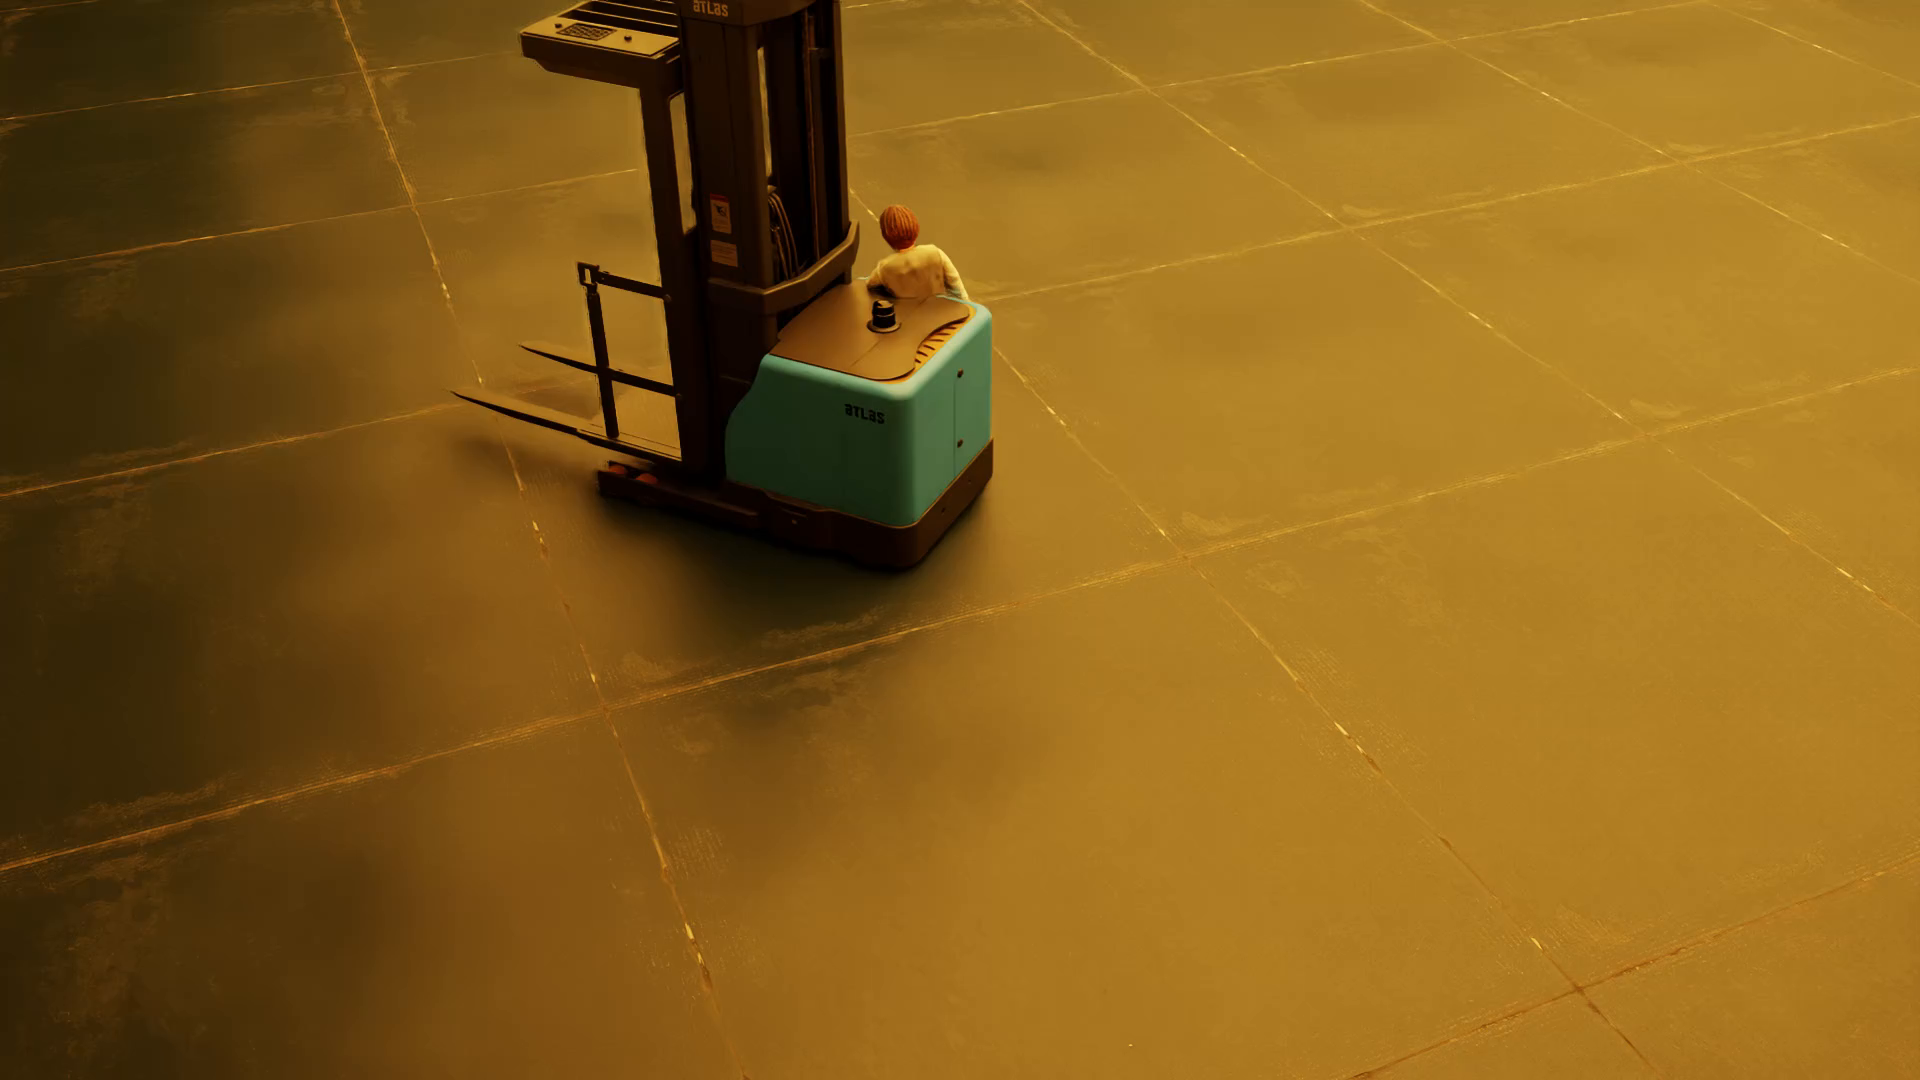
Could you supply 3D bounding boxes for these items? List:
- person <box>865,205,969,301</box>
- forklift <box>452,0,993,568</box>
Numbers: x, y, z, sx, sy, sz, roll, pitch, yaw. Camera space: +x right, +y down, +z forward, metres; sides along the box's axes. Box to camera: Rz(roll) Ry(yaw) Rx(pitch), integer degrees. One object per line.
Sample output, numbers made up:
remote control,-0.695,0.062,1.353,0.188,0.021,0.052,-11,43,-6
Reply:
person,-0.275,-1.142,8.890,0.683,1.488,0.805,-13,37,-17
forklift,-1.376,-1.639,8.403,3.031,2.935,1.130,16,38,21
